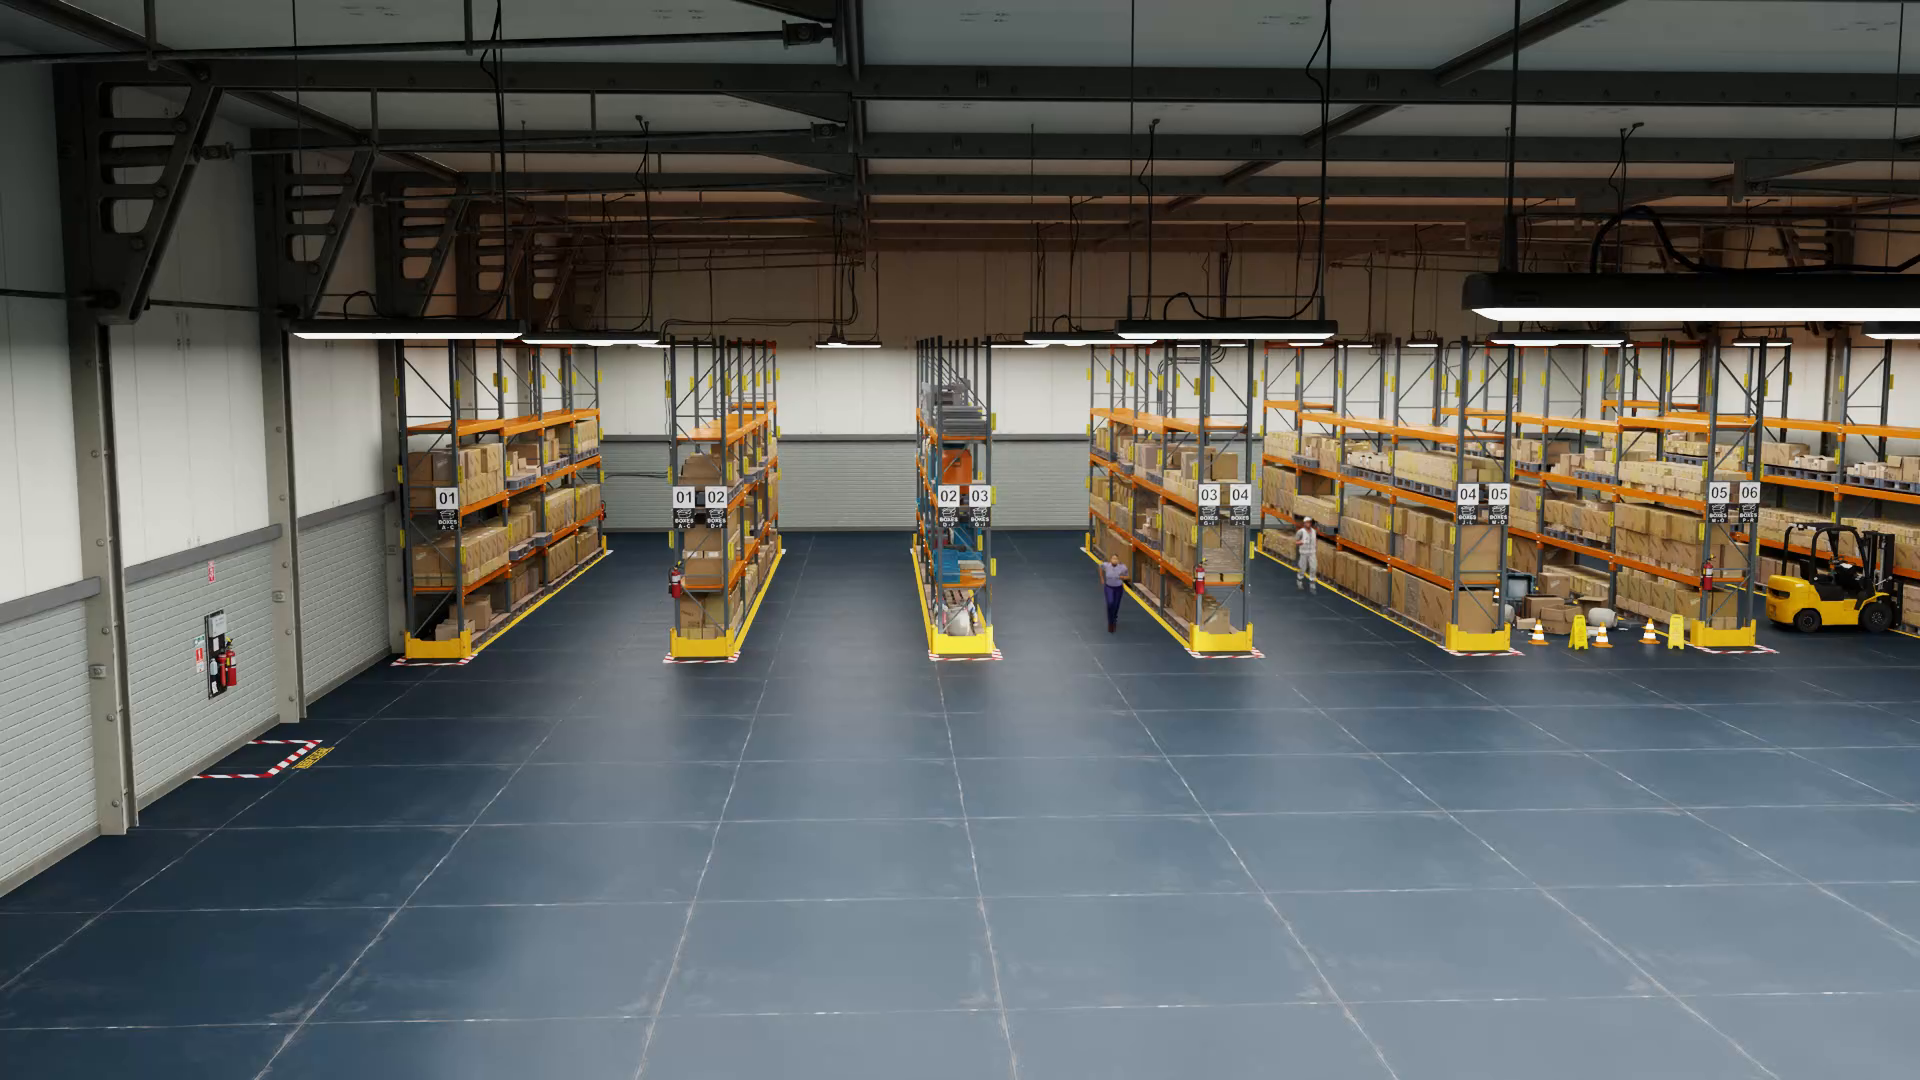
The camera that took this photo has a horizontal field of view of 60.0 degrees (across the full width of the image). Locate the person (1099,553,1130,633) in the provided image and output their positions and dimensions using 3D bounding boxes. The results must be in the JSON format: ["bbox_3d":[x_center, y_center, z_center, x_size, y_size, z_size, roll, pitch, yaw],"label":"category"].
[{"bbox_3d":[3.156,1.068,34.122,0.597,1.631,0.894,0,7,-3],"label":"person"}]

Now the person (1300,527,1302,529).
[{"bbox_3d":[10.140,-0.720,49.271,0.587,1.722,0.703,-2,7,-14],"label":"person"}]

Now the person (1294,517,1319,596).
[{"bbox_3d":[8.192,0.357,39.283,0.644,1.829,0.850,-1,7,-10],"label":"person"}]
